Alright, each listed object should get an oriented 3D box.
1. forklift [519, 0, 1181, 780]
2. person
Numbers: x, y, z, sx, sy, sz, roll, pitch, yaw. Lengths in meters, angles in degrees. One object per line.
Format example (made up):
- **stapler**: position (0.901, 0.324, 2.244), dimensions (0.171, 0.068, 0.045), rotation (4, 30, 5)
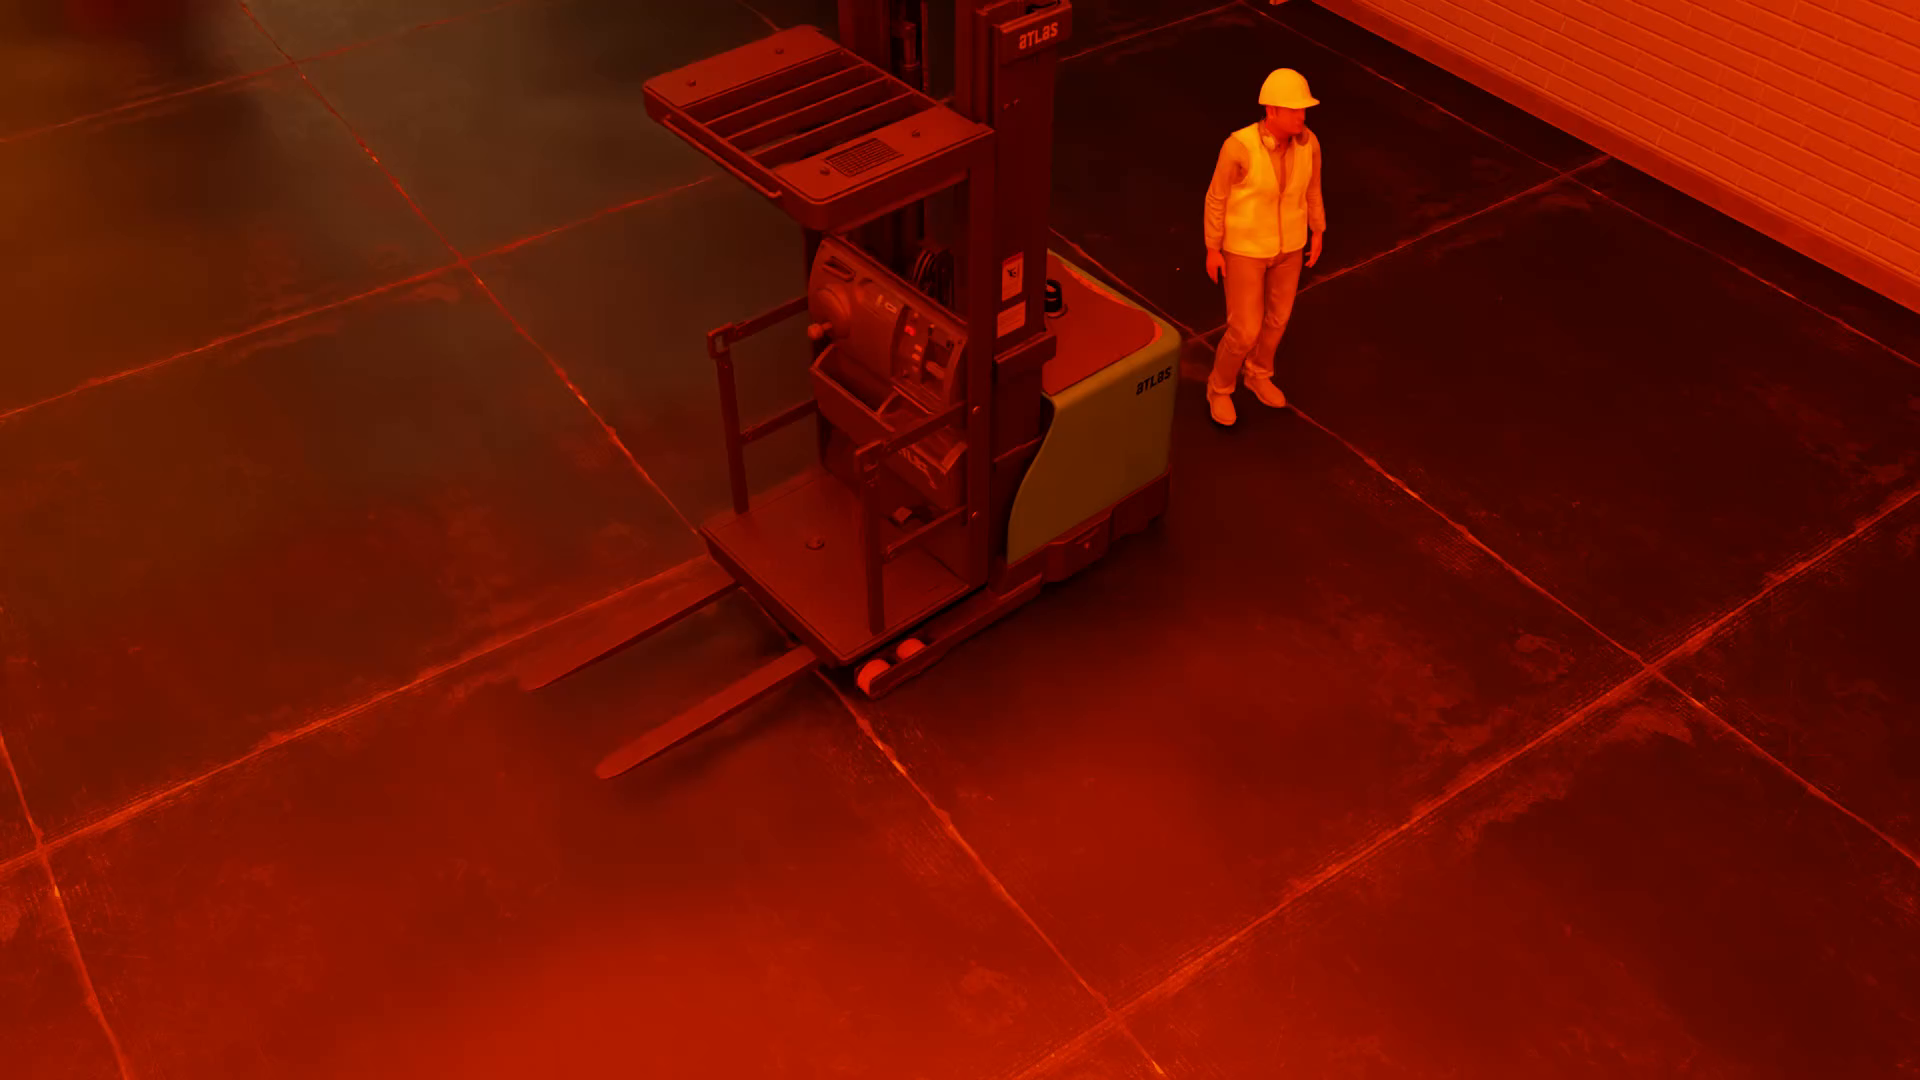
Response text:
- **forklift**: position (-0.462, -0.806, 6.590), dimensions (3.031, 2.935, 1.130), rotation (-30, 50, -28)
- **person**: position (1.506, -1.416, 8.103), dimensions (0.643, 1.779, 0.520), rotation (-15, 45, -16)
